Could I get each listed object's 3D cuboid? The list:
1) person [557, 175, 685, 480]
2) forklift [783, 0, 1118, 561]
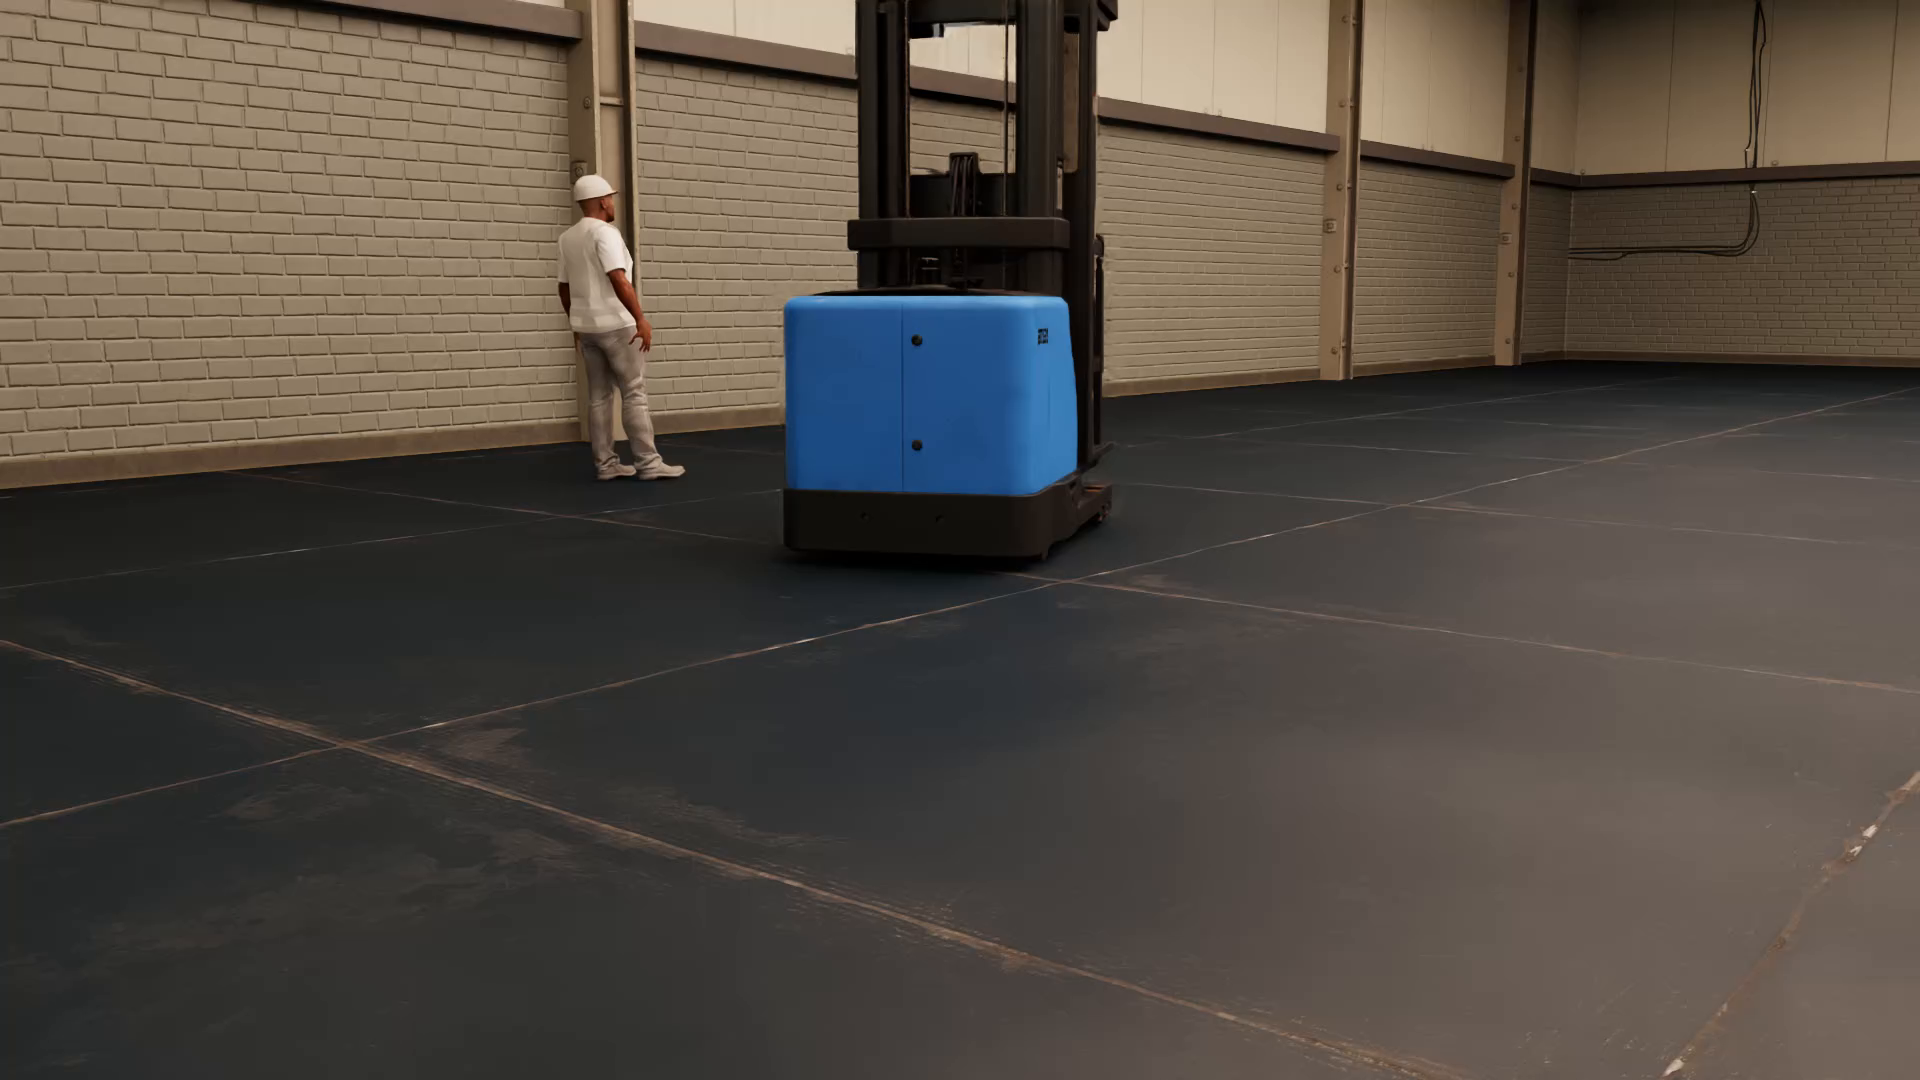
[{"bbox_3d":[-2.016,-1.245,9.793,0.696,1.771,0.571,7,11,40],"label":"person"},{"bbox_3d":[0.128,-1.540,7.803,1.130,2.935,3.031,2,9,13],"label":"forklift"}]
